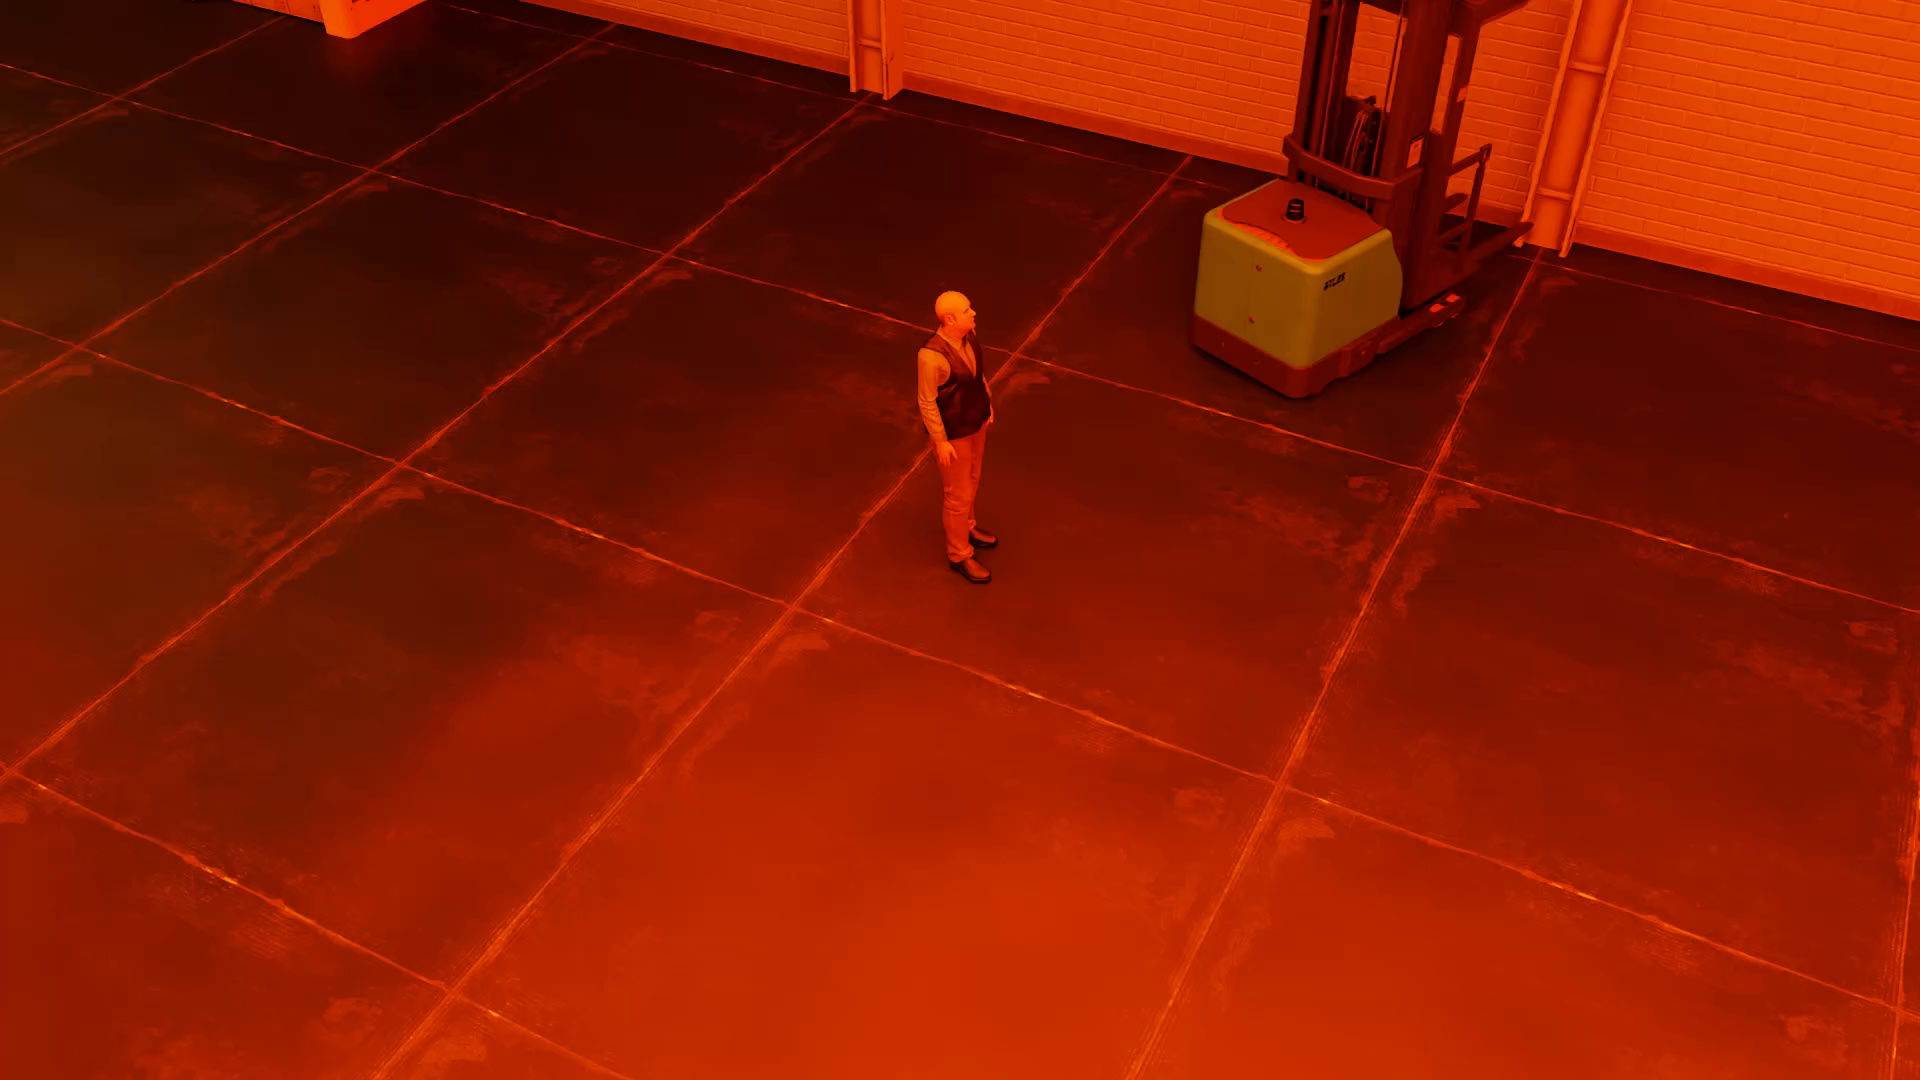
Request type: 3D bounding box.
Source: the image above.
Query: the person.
[{"bbox_3d":[0.053,-0.641,9.676,0.566,1.722,0.633,18,43,21],"label":"person"}]

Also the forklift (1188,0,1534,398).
[{"bbox_3d":[3.067,-2.898,11.428,3.031,2.935,1.130,-30,48,-30],"label":"forklift"}]
